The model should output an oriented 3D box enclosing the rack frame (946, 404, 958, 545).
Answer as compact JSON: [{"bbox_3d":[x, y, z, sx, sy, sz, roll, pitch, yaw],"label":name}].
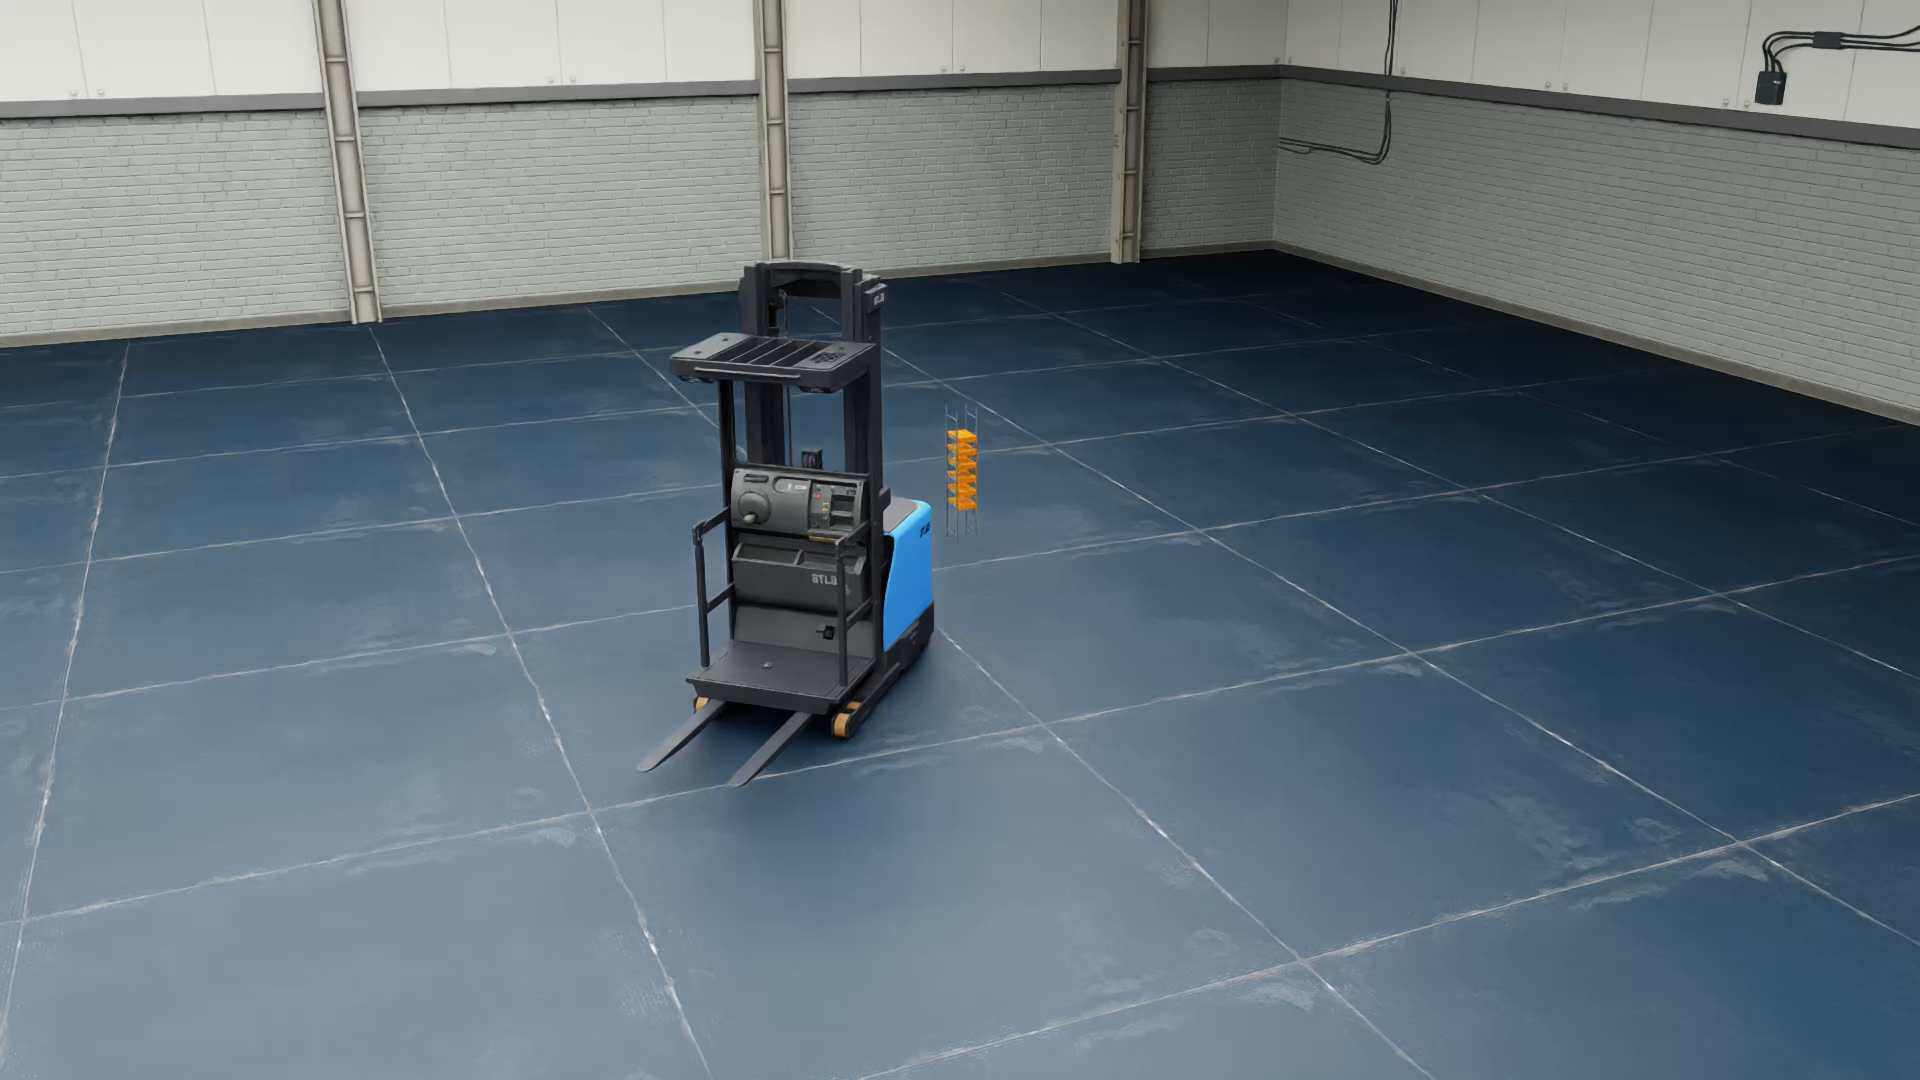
[{"bbox_3d":[-0.071,-0.556,14.294,0.006,1.200,0.240,-8,21,-22],"label":"rack frame"}]

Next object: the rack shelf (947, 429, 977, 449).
[{"bbox_3d":[0.013,-0.866,14.223,0.180,0.103,0.258,-8,21,-22],"label":"rack shelf"}]

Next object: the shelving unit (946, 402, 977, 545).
[{"bbox_3d":[0.013,-0.568,14.328,0.189,1.200,0.258,-8,21,-22],"label":"shelving unit"}]

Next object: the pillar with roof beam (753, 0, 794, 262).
[{"bbox_3d":[-1.060,-6.774,20.212,0.400,9.000,9.100,-8,21,-22],"label":"pillar with roof beam"}]

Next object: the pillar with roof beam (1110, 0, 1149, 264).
[{"bbox_3d":[4.449,-7.563,22.453,0.400,9.000,9.100,-8,21,-22],"label":"pillar with roof beam"}]

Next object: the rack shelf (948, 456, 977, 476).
[{"bbox_3d":[0.013,-0.639,14.303,0.180,0.103,0.258,-8,21,-22],"label":"rack shelf"}]

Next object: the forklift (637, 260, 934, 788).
[{"bbox_3d":[-1.140,-0.238,10.784,1.130,2.935,3.031,6,20,17],"label":"forklift"}]

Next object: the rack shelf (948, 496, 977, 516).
[{"bbox_3d":[0.013,-0.300,14.423,0.180,0.103,0.258,-8,21,-22],"label":"rack shelf"}]

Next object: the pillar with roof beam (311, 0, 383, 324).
[{"bbox_3d":[-6.569,-5.985,17.970,0.400,9.000,9.100,-8,21,-22],"label":"pillar with roof beam"}]

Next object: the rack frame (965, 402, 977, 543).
[{"bbox_3d":[0.097,-0.580,14.362,0.006,1.200,0.240,-8,21,-22],"label":"rack frame"}]

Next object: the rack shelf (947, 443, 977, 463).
[{"bbox_3d":[0.013,-0.752,14.263,0.180,0.103,0.258,-8,21,-22],"label":"rack shelf"}]

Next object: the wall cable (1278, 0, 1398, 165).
[{"bbox_3d":[5.973,-7.396,26.653,0.112,2.526,3.097,-8,21,-22],"label":"wall cable"}]

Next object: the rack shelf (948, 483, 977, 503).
[{"bbox_3d":[0.013,-0.413,14.383,0.180,0.103,0.258,-8,21,-22],"label":"rack shelf"}]

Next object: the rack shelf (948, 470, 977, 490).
[{"bbox_3d":[0.013,-0.526,14.343,0.180,0.103,0.258,-8,21,-22],"label":"rack shelf"}]

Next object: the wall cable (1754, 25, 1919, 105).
[{"bbox_3d":[9.719,-7.568,17.344,0.169,6.003,2.305,-8,21,-22],"label":"wall cable"}]
